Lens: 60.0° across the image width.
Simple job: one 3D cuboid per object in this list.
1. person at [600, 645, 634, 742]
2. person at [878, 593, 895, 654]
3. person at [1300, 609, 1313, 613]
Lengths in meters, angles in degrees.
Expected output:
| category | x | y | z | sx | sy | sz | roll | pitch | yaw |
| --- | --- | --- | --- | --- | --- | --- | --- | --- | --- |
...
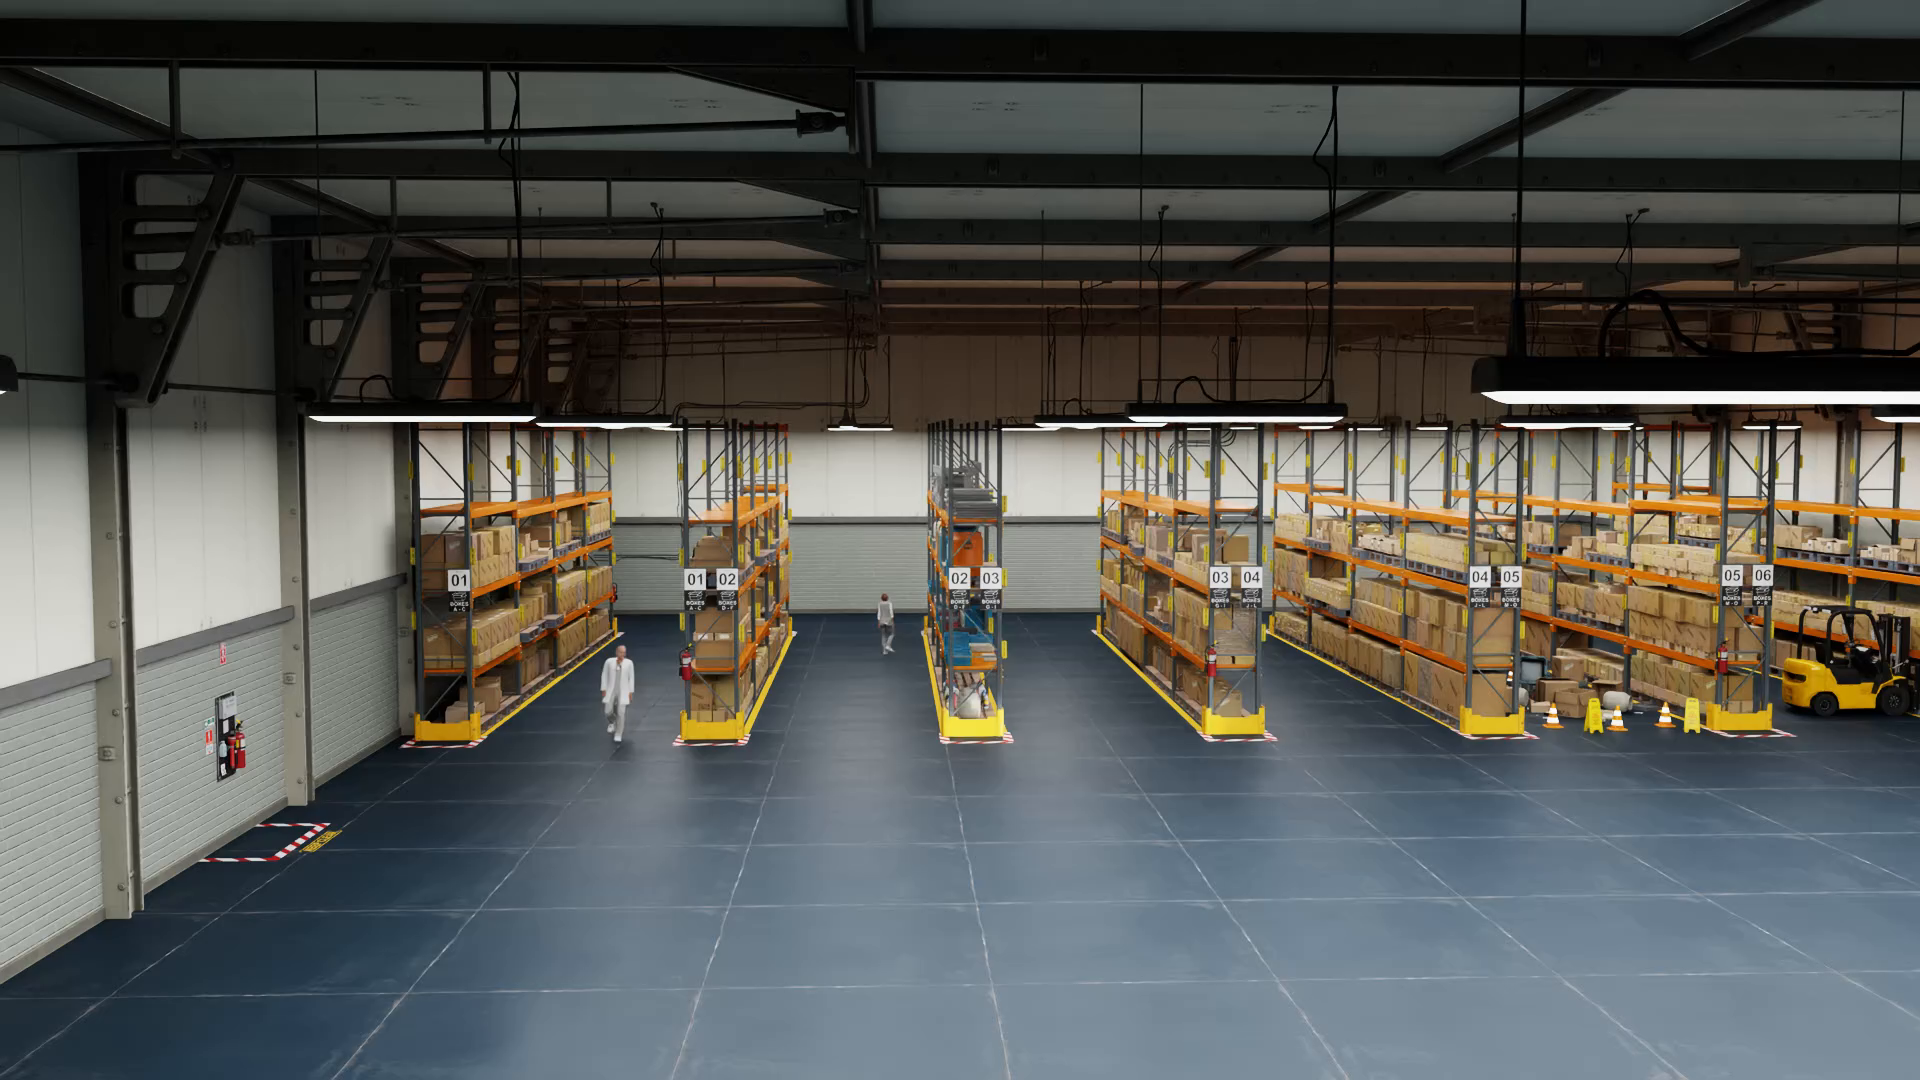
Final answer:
| category | x | y | z | sx | sy | sz | roll | pitch | yaw |
| --- | --- | --- | --- | --- | --- | --- | --- | --- | --- |
| person | -6.408 | 2.849 | 31.101 | 0.616 | 1.780 | 0.662 | -1 | 4 | -9 |
| person | -1.924 | 2.169 | 43.065 | 0.454 | 1.592 | 0.423 | 1 | 4 | 15 |
| person | 10.296 | 1.673 | 49.458 | 0.640 | 1.740 | 0.588 | 1 | 4 | 19 |
